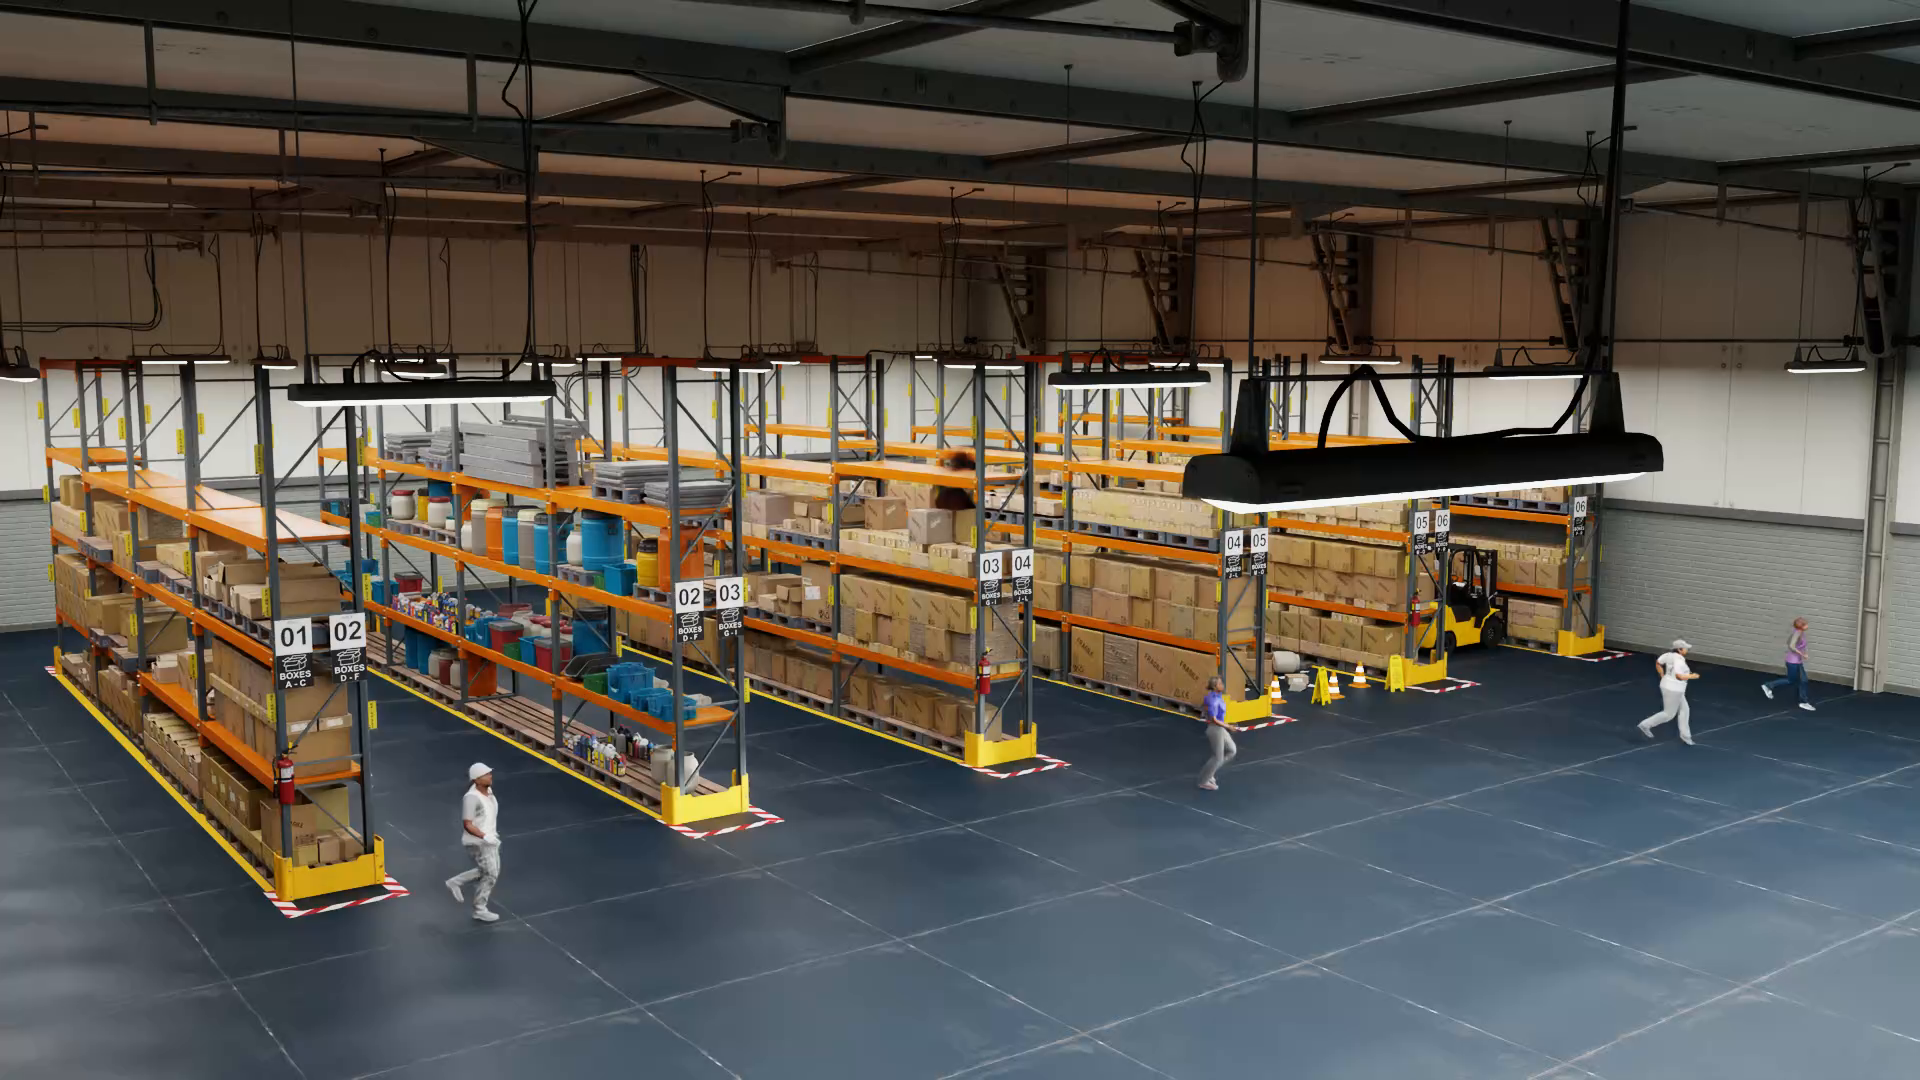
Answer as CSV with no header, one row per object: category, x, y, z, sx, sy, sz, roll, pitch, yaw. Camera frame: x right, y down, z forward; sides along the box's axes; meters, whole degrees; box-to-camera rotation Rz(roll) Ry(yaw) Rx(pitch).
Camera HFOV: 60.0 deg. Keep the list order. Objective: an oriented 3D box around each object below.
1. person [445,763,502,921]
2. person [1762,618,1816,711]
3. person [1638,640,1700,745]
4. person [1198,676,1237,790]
person,-5.291,3.294,18.224,0.626,1.757,0.697,0,7,-2
person,14.347,2.116,28.690,0.868,1.588,0.566,4,8,33
person,11.140,2.409,26.124,0.909,1.716,0.619,1,7,11
person,3.645,2.716,23.502,0.542,1.616,0.581,1,7,10
